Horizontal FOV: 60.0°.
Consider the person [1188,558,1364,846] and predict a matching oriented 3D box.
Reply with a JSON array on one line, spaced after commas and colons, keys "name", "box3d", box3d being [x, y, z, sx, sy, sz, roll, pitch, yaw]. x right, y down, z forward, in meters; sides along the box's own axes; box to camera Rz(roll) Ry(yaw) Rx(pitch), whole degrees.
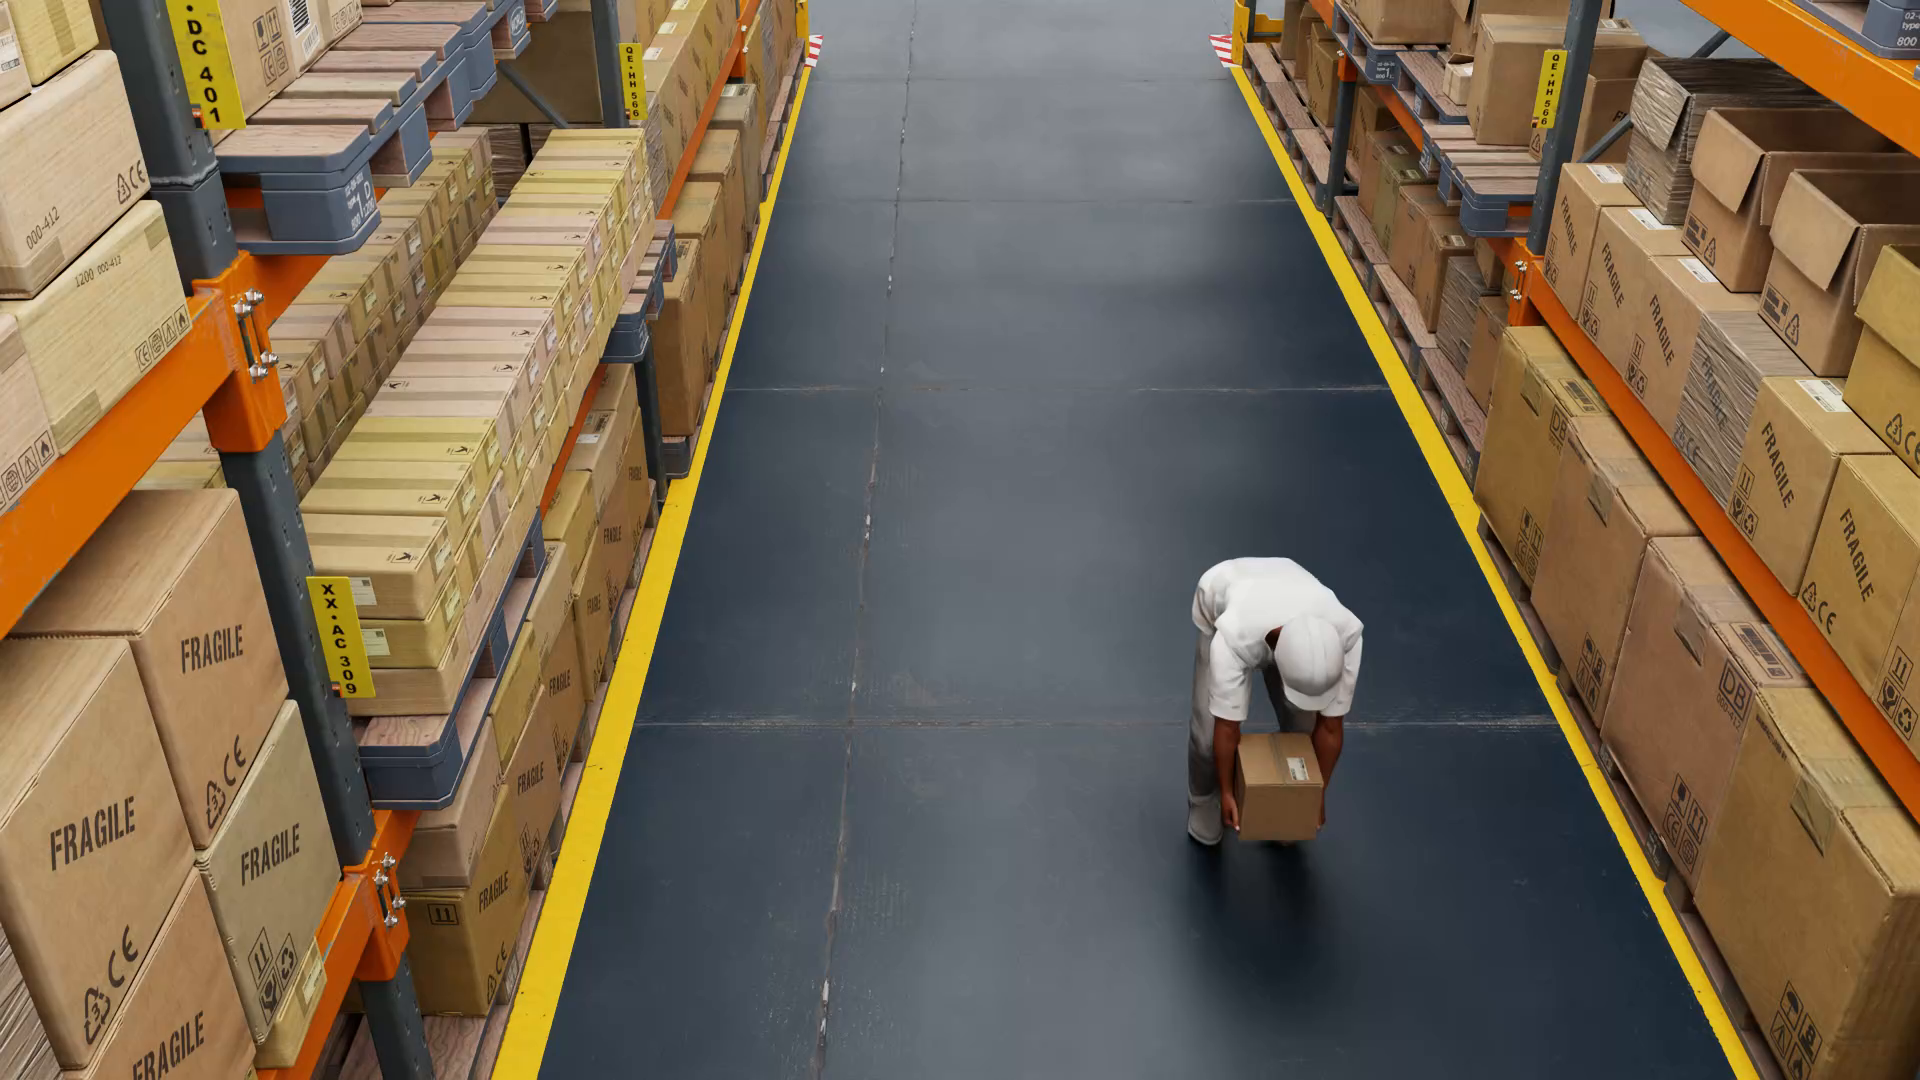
[{"name": "person", "box3d": [1.049, 0.598, 5.618, 0.496, 1.255, 0.940, -1, 31, -2]}]
